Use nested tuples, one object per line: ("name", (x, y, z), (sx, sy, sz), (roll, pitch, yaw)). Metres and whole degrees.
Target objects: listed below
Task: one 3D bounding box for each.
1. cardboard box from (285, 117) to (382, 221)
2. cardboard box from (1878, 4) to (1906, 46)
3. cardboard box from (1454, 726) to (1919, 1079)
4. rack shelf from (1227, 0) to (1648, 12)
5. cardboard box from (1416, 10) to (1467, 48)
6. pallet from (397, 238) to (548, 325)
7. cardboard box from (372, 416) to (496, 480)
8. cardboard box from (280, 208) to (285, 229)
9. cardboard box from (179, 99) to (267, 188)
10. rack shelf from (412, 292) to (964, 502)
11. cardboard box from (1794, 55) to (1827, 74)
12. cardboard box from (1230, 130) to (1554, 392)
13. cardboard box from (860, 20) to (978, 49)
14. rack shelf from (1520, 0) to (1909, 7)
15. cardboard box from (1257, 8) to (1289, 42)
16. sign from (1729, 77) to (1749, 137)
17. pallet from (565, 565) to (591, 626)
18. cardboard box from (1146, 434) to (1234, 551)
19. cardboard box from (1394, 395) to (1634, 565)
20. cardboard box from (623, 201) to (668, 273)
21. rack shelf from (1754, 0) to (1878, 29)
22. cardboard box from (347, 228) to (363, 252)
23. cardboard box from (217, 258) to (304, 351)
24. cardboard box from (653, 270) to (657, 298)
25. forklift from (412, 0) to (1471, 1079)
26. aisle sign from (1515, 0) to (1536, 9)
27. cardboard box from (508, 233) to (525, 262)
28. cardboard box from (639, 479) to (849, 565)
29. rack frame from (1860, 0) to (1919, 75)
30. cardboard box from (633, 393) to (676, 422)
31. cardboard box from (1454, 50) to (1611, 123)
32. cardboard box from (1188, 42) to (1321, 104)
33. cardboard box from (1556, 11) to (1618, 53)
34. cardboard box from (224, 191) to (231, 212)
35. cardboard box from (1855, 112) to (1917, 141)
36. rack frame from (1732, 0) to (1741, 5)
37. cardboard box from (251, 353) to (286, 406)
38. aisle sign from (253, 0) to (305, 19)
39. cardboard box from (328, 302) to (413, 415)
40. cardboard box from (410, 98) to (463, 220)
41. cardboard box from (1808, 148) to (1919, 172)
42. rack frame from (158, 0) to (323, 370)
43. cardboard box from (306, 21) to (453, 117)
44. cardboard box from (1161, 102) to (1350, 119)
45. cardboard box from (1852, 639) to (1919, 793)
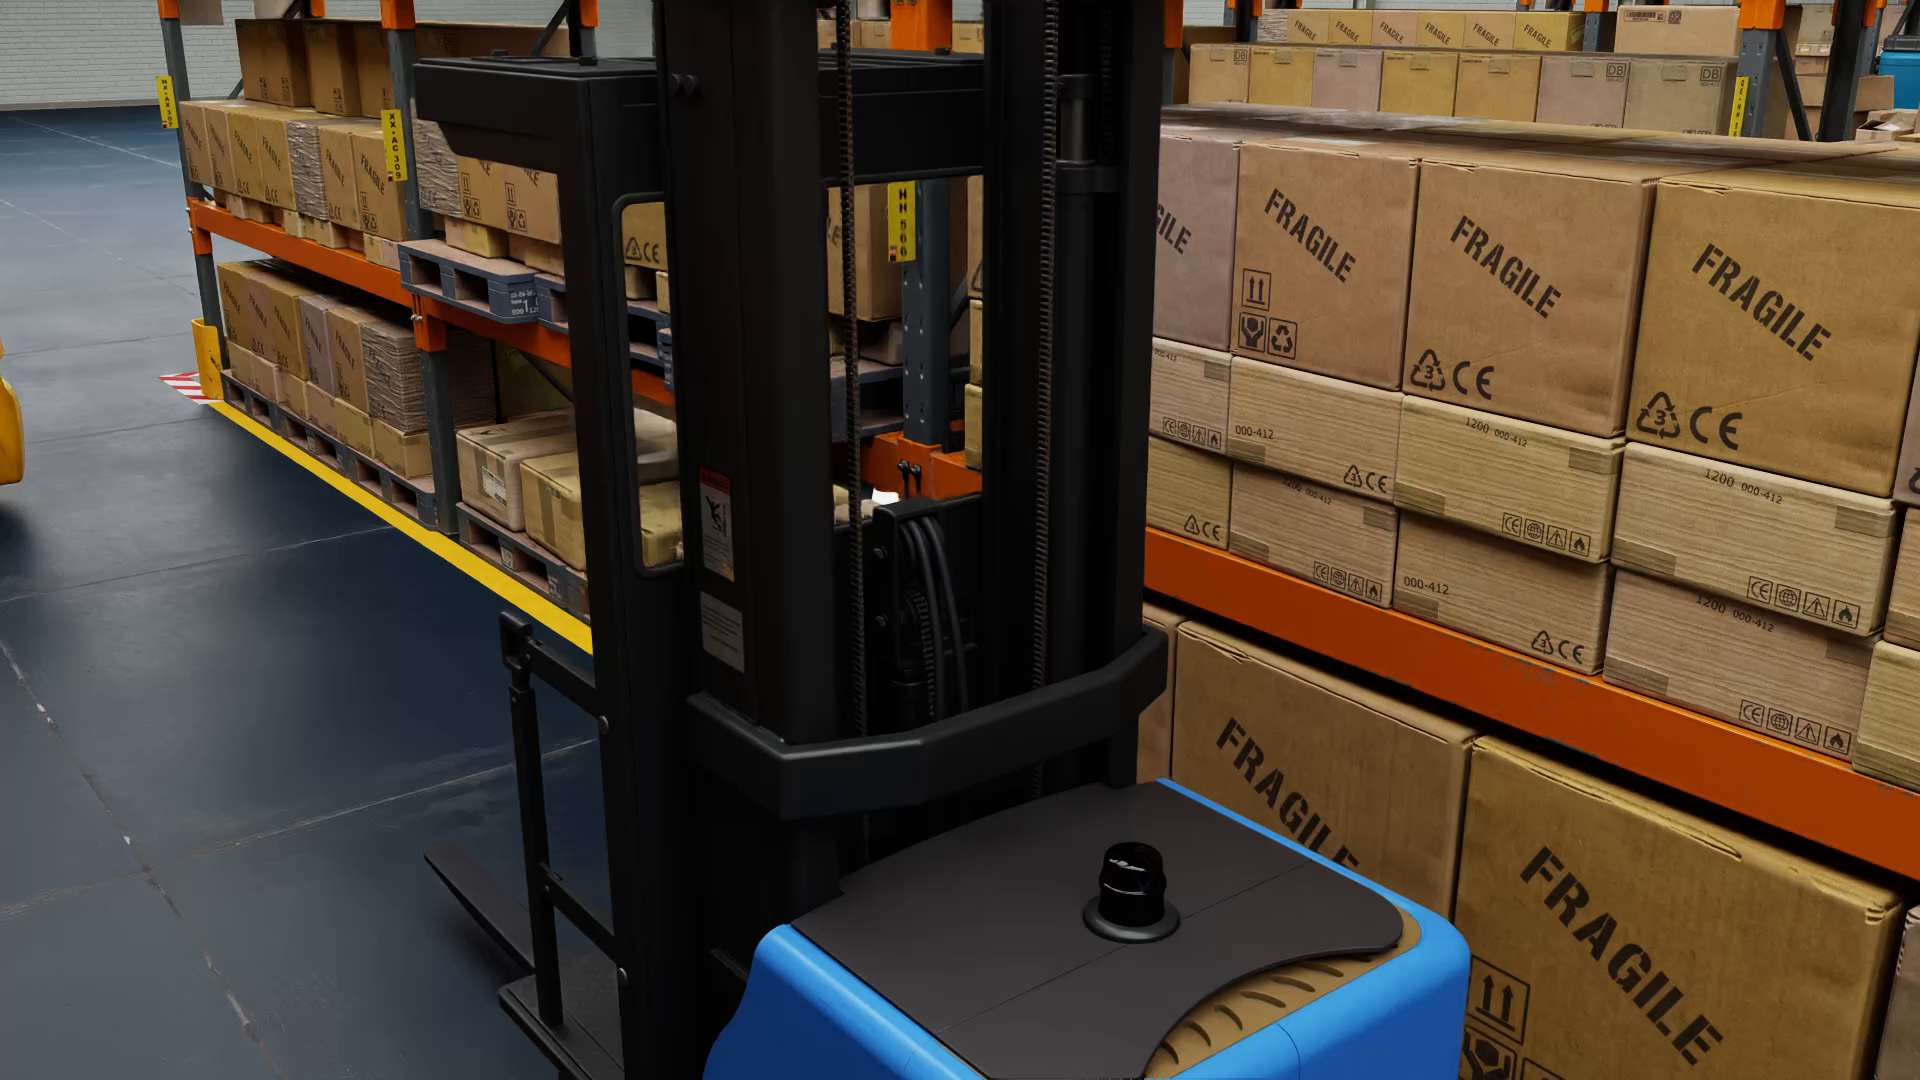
("cardboard box", (-3.354, -2.051, 9.153), (0.500, 0.500, 0.500), (-13, 22, -35))
("cardboard box", (12.089, -6.558, 21.173), (0.700, 0.500, 0.500), (-14, 23, -36))
("cardboard box", (1.720, 0.873, 3.665), (0.875, 0.875, 0.875), (-13, 22, -35))
("rack shelf", (4.294, -5.058, 15.239), (1.077, 0.370, 4.000), (-14, 23, -36))
("cardboard box", (4.420, -4.450, 14.807), (0.500, 0.500, 0.500), (-14, 23, -36))
("pallet", (-1.872, -1.241, 7.644), (1.003, 0.211, 1.213), (-14, 23, -36))
("cardboard box", (-2.810, -0.536, 8.916), (0.500, 0.250, 0.500), (-13, 22, -34))
("cardboard box", (-3.738, -1.898, 9.721), (0.380, 0.149, 0.250), (-15, 23, -38))
("cardboard box", (-4.639, -2.552, 10.667), (0.500, 0.500, 0.500), (-14, 23, -37))
("rack shelf", (-0.990, -0.715, 6.893), (1.077, 0.370, 4.000), (-14, 23, -36))
("cardboard box", (11.430, -6.203, 22.164), (0.700, 0.500, 0.500), (-13, 22, -35))
("cardboard box", (0.991, -0.665, 3.850), (0.500, 0.500, 0.500), (-13, 22, -35))
("cardboard box", (-0.284, -3.893, 13.391), (0.875, 0.550, 0.550), (-14, 23, -36))
("rack shelf", (8.177, -6.025, 18.159), (1.077, 0.370, 4.000), (-14, 23, -36))
("cardboard box", (3.181, -4.943, 16.297), (0.500, 0.500, 0.500), (-14, 23, -36))
("sign", (3.636, -1.995, 7.773), (0.100, 0.325, 0.005), (-14, 23, -36))
("pallet", (-0.986, 0.267, 7.220), (1.003, 0.211, 1.213), (-14, 23, -36))
("cardboard box", (0.691, -0.199, 4.431), (0.500, 0.250, 0.500), (-15, 23, -38))
("cardboard box", (1.297, -0.176, 3.566), (0.500, 0.250, 0.500), (-13, 23, -35))
("cardboard box", (-0.893, -1.258, 6.091), (0.500, 0.500, 0.500), (-16, 24, -40))
("rack shelf", (5.311, -2.144, 6.438), (1.077, 0.370, 4.000), (-14, 23, -36))
("cardboard box", (-3.075, -1.653, 8.983), (0.380, 0.149, 0.250), (-14, 23, -37))
("cardboard box", (-4.416, -1.526, 10.713), (0.500, 0.500, 0.500), (-15, 23, -38))
("cardboard box", (-0.940, -0.999, 6.338), (0.380, 0.149, 0.250), (-14, 23, -36))
("forklift", (-0.392, 0.035, 3.595), (1.130, 2.935, 3.031), (-14, 23, -36))
("aisle sign", (6.661, -6.630, 19.478), (0.394, 0.787, 0.004), (-14, 23, -36))
("cardboard box", (-1.753, -1.313, 7.288), (0.380, 0.149, 0.250), (-12, 22, -33))
("cardboard box", (-1.022, -0.025, 7.177), (0.950, 0.372, 0.625), (-13, 22, -34))
("rack frame", (9.419, -4.450, 17.029), (1.000, 3.000, 0.127), (-14, 23, -36))
("cardboard box", (-1.831, -0.893, 10.260), (0.500, 0.500, 0.500), (1, 18, 2))
("cardboard box", (3.163, -2.439, 9.208), (0.700, 0.500, 0.500), (-14, 23, -37))
("cardboard box", (1.898, -2.941, 10.722), (0.700, 0.500, 0.500), (-14, 23, -37))
("cardboard box", (5.456, -4.307, 14.375), (0.500, 0.500, 0.500), (-14, 23, -36))
("cardboard box", (-4.398, -2.151, 10.485), (0.380, 0.149, 0.250), (-15, 23, -38))
("cardboard box", (6.773, -2.991, 12.170), (0.396, 0.266, 0.258), (-15, 23, -38))
("rack frame", (10.820, -6.401, 22.922), (1.000, 3.000, 0.127), (-14, 23, -36))
("cardboard box", (-4.121, -1.049, 10.464), (0.500, 0.250, 0.500), (-13, 22, -34))
("aisle sign", (-4.527, -3.841, 11.054), (0.394, 0.787, 0.004), (-14, 23, -36))
("cardboard box", (-3.127, -1.017, 9.176), (0.500, 0.500, 0.500), (-13, 23, -35))
("cardboard box", (-2.166, -1.766, 7.622), (0.500, 0.500, 0.500), (-13, 23, -35))
("cardboard box", (2.040, -0.508, 3.376), (0.500, 0.500, 0.500), (-15, 23, -37))
("rack frame", (-4.716, -2.535, 11.245), (1.000, 3.000, 0.127), (-14, 23, -36))
("cardboard box", (-3.321, -2.733, 9.621), (0.700, 0.500, 0.500), (-14, 23, -36))
("cardboard box", (0.777, -1.009, 4.888), (0.500, 0.500, 0.500), (-15, 23, -38))
("cardboard box", (1.943, 0.306, 2.904), (0.500, 0.250, 0.500), (-14, 23, -37))
